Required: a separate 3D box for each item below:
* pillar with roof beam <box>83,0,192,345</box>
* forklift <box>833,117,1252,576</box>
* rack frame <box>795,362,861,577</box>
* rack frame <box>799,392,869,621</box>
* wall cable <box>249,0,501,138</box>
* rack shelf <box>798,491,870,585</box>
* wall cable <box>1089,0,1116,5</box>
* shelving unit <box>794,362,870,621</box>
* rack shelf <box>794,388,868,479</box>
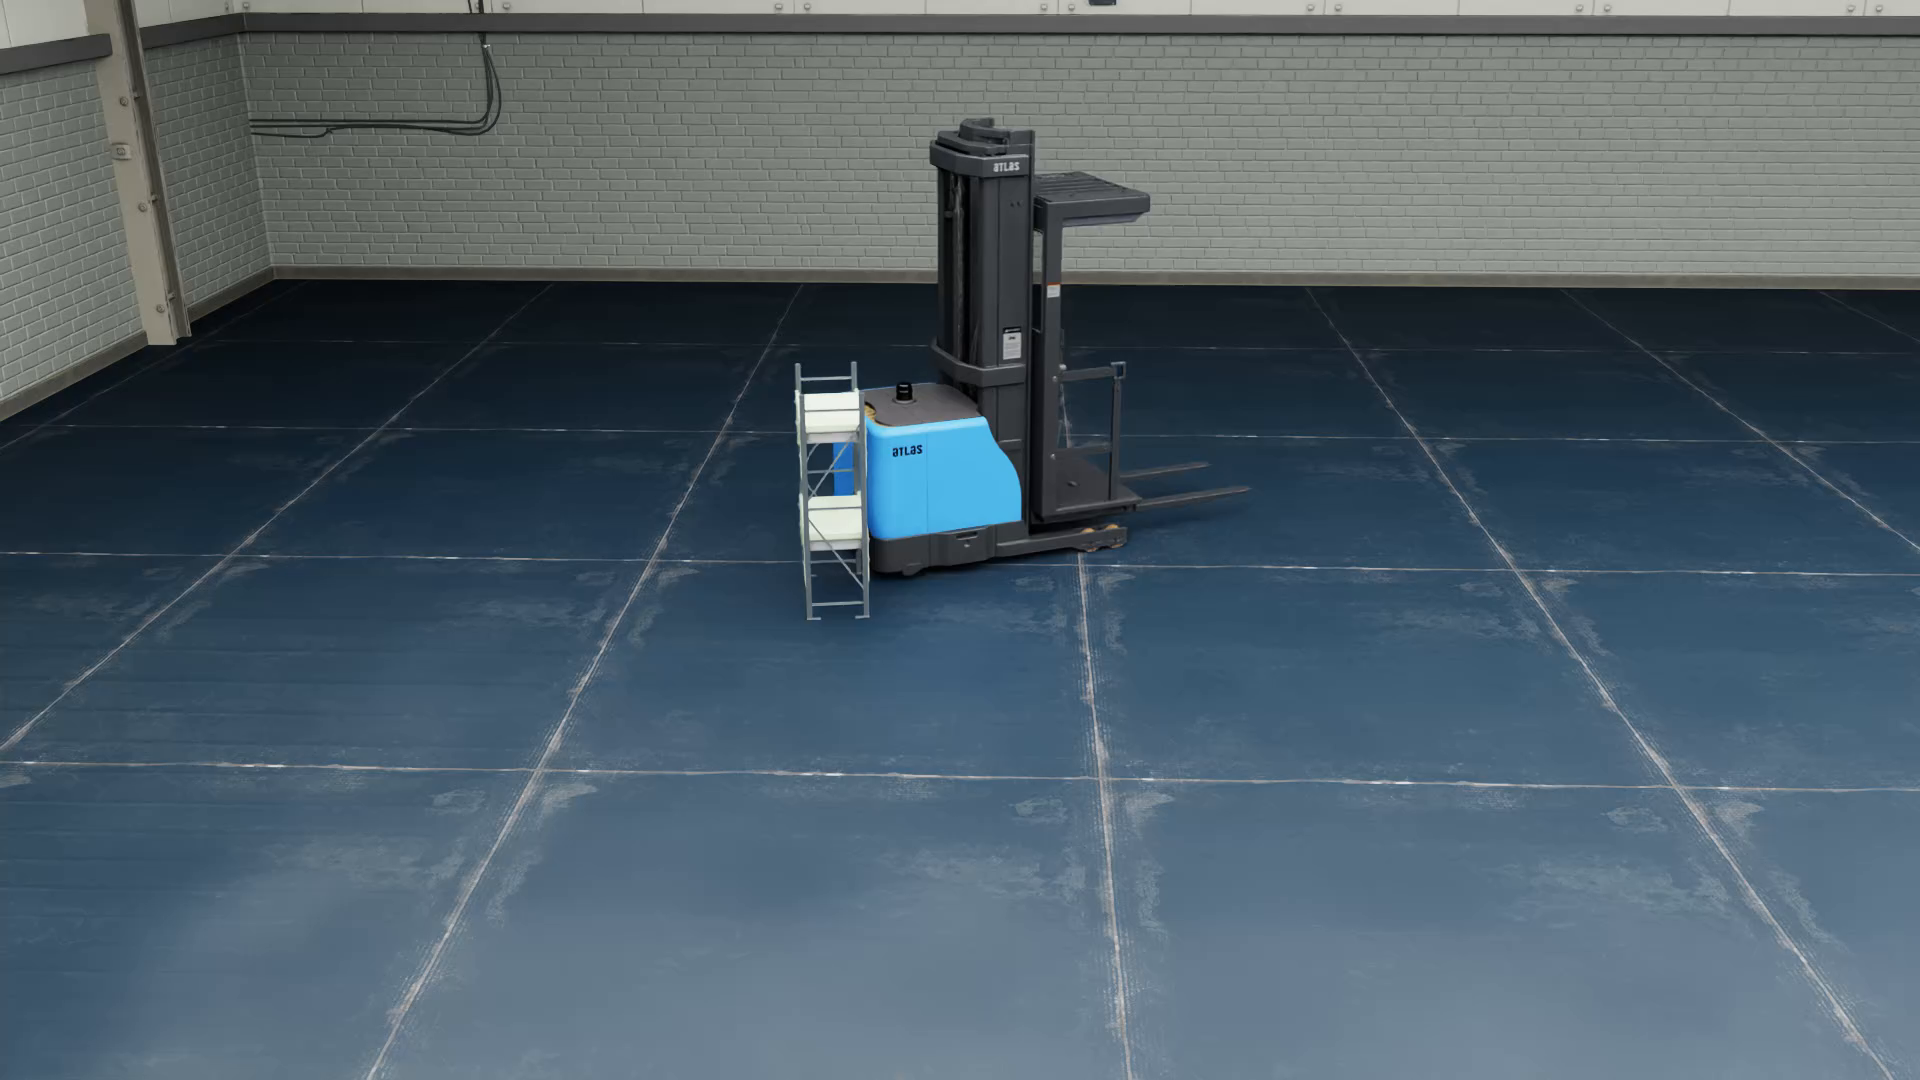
[{"bbox_3d":[-3.992,-6.244,15.681,9.100,9.000,0.400,1,21,2],"label":"pillar with roof beam"},{"bbox_3d":[0.652,-1.447,11.706,3.031,2.935,1.130,-8,23,-20],"label":"forklift"},{"bbox_3d":[-0.878,-0.457,11.134,0.400,1.500,0.023,-3,21,-7],"label":"rack frame"},{"bbox_3d":[-0.786,-0.194,10.457,0.400,1.500,0.023,-3,21,-7],"label":"rack frame"},{"bbox_3d":[-6.883,-5.894,19.073,3.097,2.526,0.112,1,21,2],"label":"wall cable"},{"bbox_3d":[-0.832,-0.022,10.913,0.431,0.370,0.720,-3,21,-7],"label":"rack shelf"},{"bbox_3d":[2.605,-8.817,17.612,2.305,6.003,0.169,1,21,2],"label":"wall cable"},{"bbox_3d":[-0.832,-0.326,10.795,0.431,1.500,0.755,-3,21,-7],"label":"shelving unit"},{"bbox_3d":[-0.832,-0.690,10.654,0.431,0.370,0.720,-3,21,-7],"label":"rack shelf"}]
